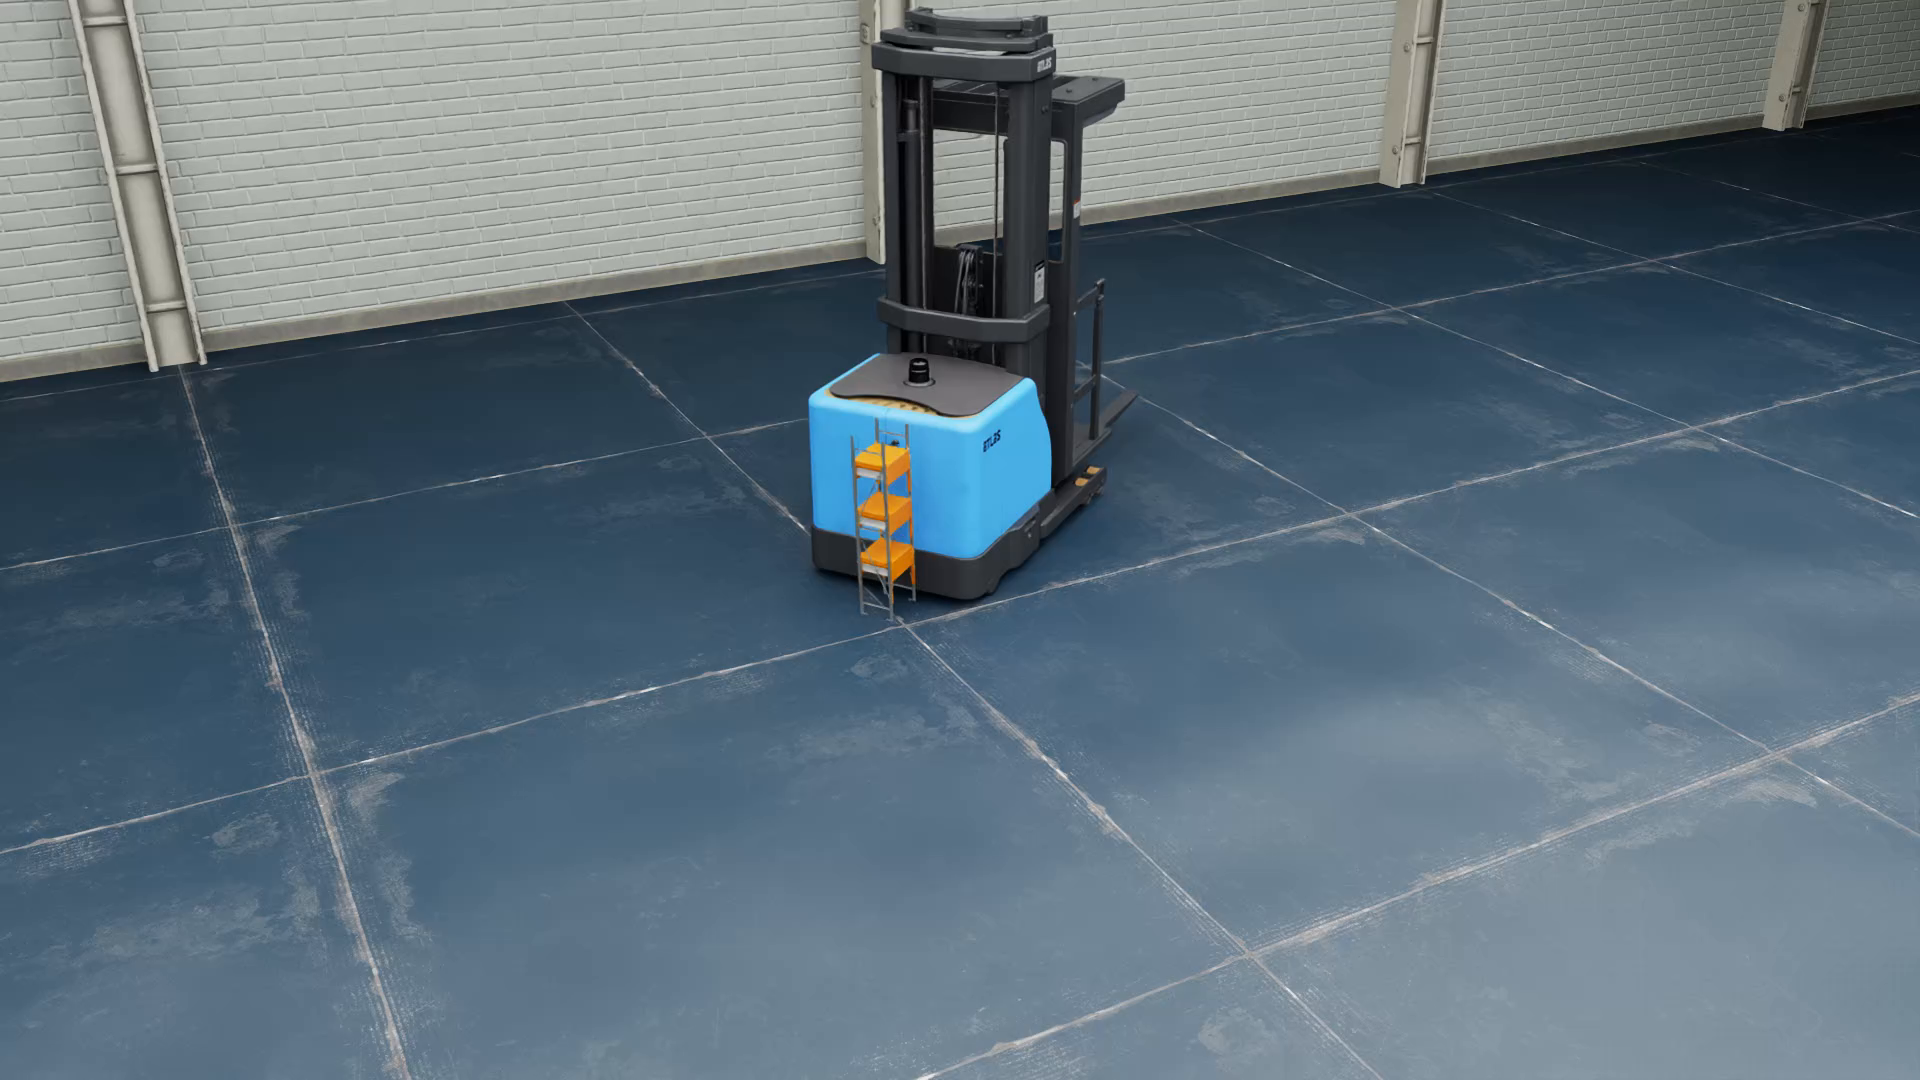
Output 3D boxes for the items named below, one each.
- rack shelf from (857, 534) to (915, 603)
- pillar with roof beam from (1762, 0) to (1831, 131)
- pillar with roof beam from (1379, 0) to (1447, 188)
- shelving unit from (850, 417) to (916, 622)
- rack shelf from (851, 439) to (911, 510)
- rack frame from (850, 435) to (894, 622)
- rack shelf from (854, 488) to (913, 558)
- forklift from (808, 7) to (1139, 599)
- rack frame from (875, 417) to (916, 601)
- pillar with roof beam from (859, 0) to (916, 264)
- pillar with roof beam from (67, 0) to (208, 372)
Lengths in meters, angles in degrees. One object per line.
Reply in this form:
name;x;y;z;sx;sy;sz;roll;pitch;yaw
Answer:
rack shelf;-0.392;0.154;8.868;0.215;0.259;0.240;13;31;25
pillar with roof beam;11.998;-7.426;14.819;0.400;9.000;9.100;-13;29;-25
pillar with roof beam;6.704;-6.204;12.274;0.400;9.000;9.100;-13;29;-25
shelving unit;-0.398;-0.100;8.732;0.215;1.050;0.252;13;31;25
rack shelf;-0.405;-0.341;8.603;0.215;0.259;0.240;13;31;25
rack frame;-0.456;-0.048;8.638;0.200;1.050;0.008;13;31;25
rack shelf;-0.398;-0.091;8.737;0.215;0.259;0.240;13;31;25
forklift;0.263;-1.610;9.717;1.130;2.935;3.031;12;28;23
rack frame;-0.341;-0.152;8.826;0.200;1.050;0.008;13;31;25
pillar with roof beam;1.410;-4.982;9.729;0.400;9.000;9.100;-13;29;-25
pillar with roof beam;-3.884;-3.760;7.183;0.400;9.000;9.100;-13;29;-25
